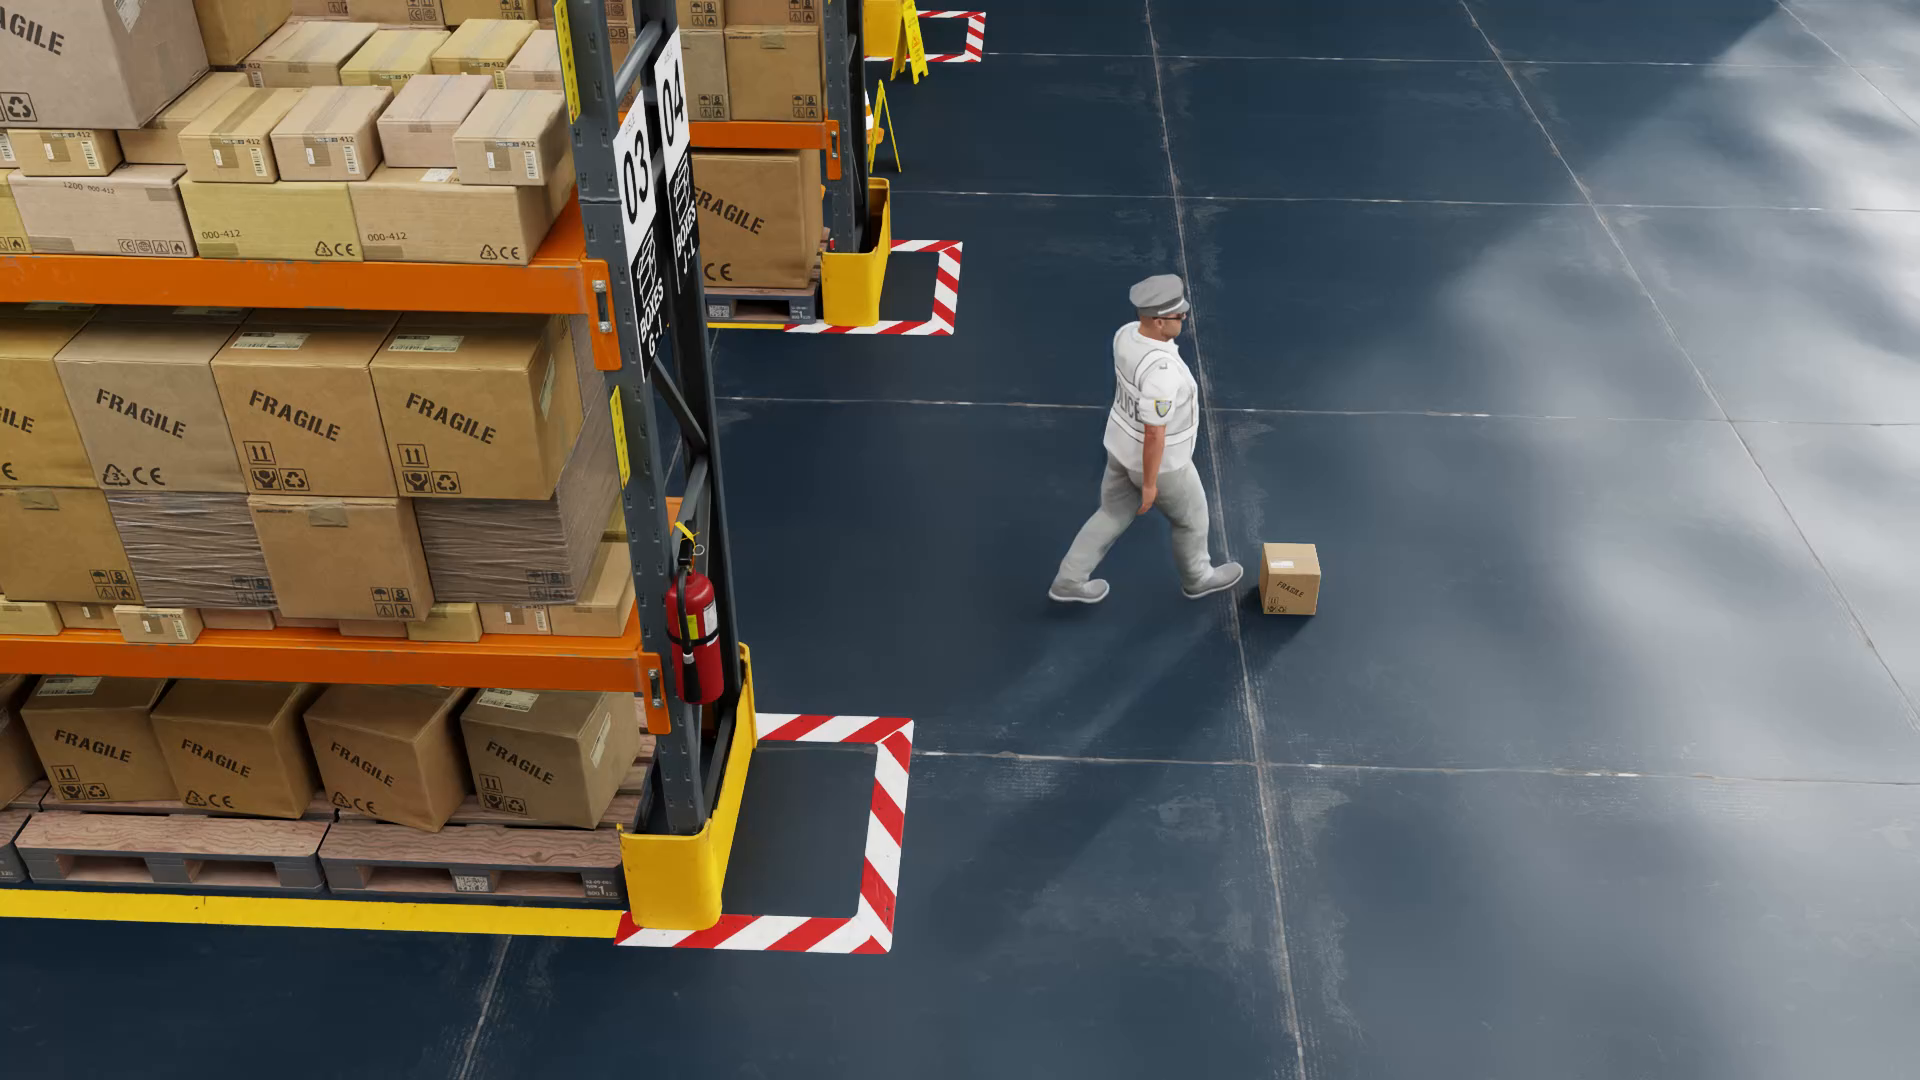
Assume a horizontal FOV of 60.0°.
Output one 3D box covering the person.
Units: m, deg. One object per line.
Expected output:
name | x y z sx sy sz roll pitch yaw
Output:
person | 0.909 -0.439 7.720 0.972 1.727 0.527 -16 38 -21
